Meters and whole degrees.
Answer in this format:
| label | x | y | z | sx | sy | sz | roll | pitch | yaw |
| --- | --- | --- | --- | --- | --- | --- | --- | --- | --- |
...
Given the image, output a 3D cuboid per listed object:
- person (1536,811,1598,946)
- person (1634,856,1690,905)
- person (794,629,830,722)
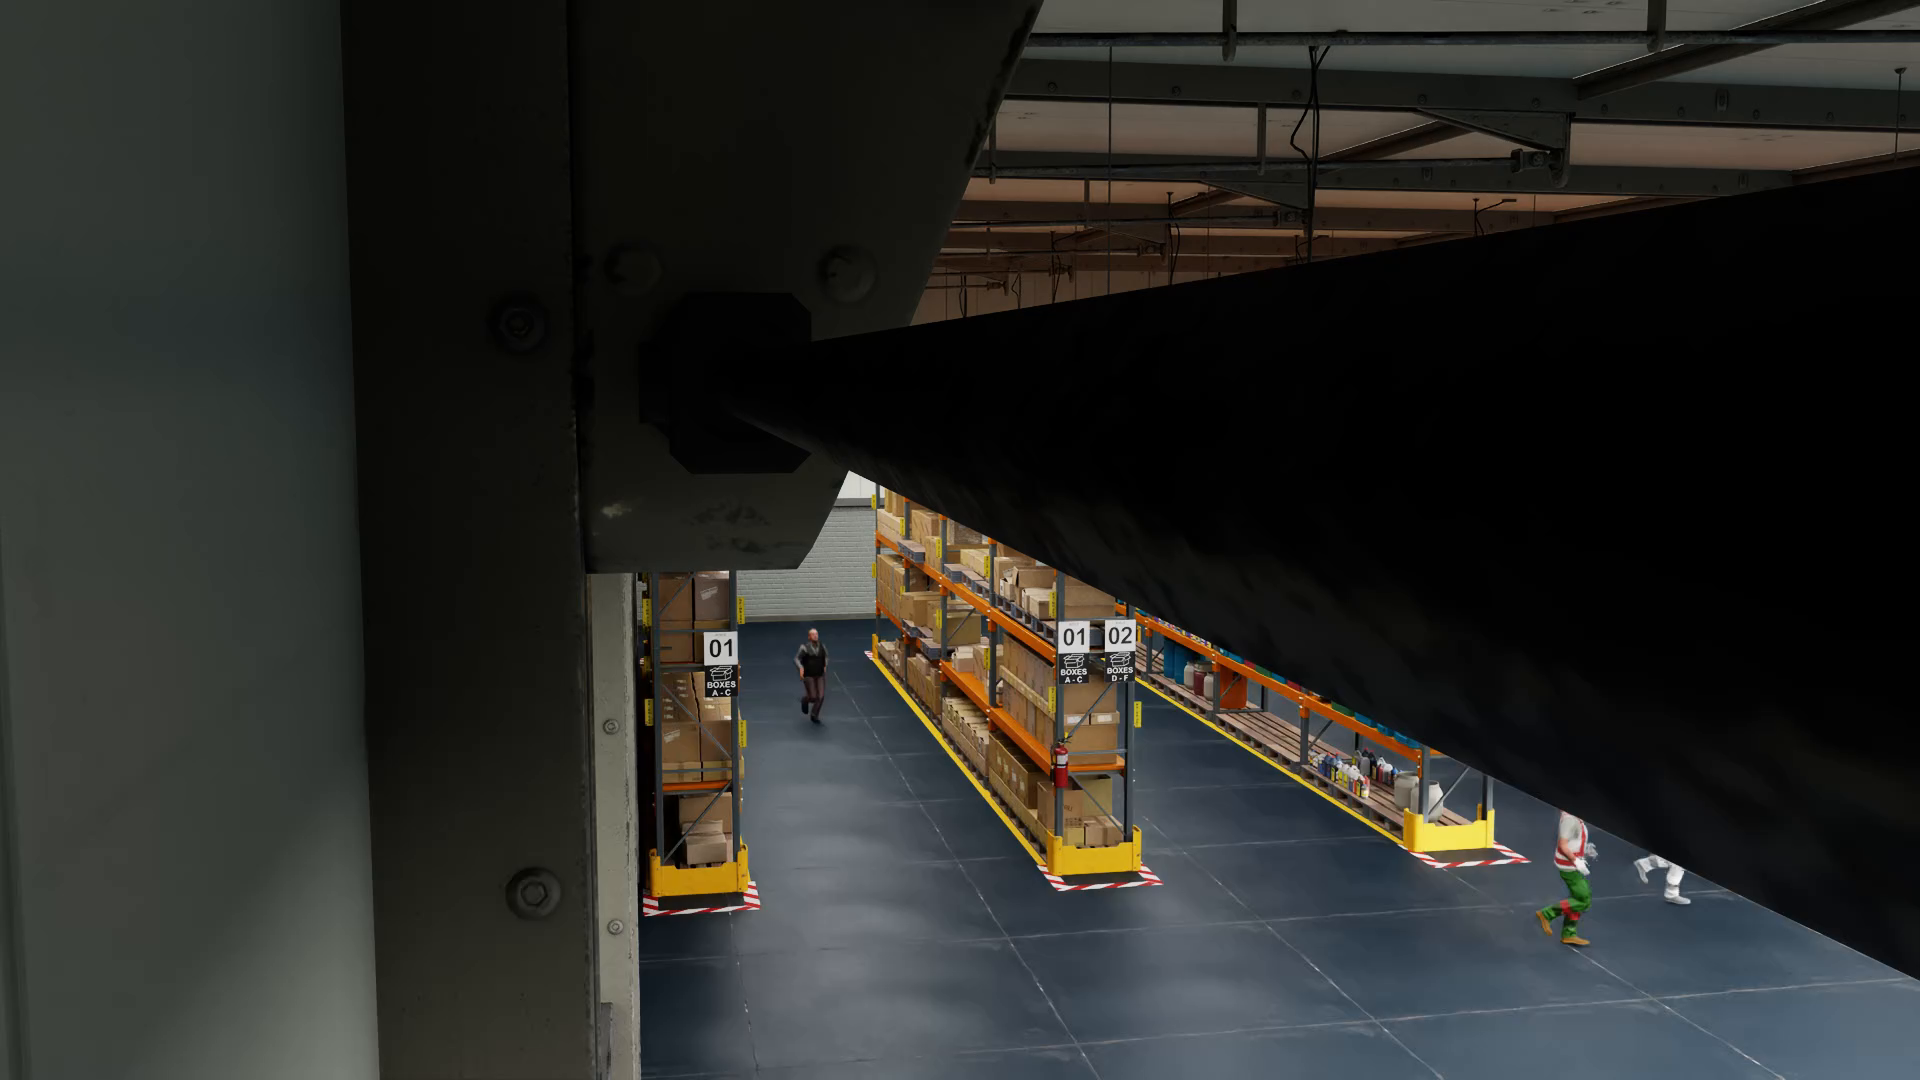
| label | x | y | z | sx | sy | sz | roll | pitch | yaw |
| --- | --- | --- | --- | --- | --- | --- | --- | --- | --- |
| person | 6.707 | 3.587 | 18.347 | 0.647 | 1.755 | 0.650 | 2 | 6 | 16 |
| person | 8.386 | 3.434 | 19.794 | 0.665 | 1.763 | 0.665 | 4 | 7 | 32 |
| person | -2.623 | 2.435 | 29.849 | 0.657 | 1.672 | 0.582 | -3 | 6 | -25 |
